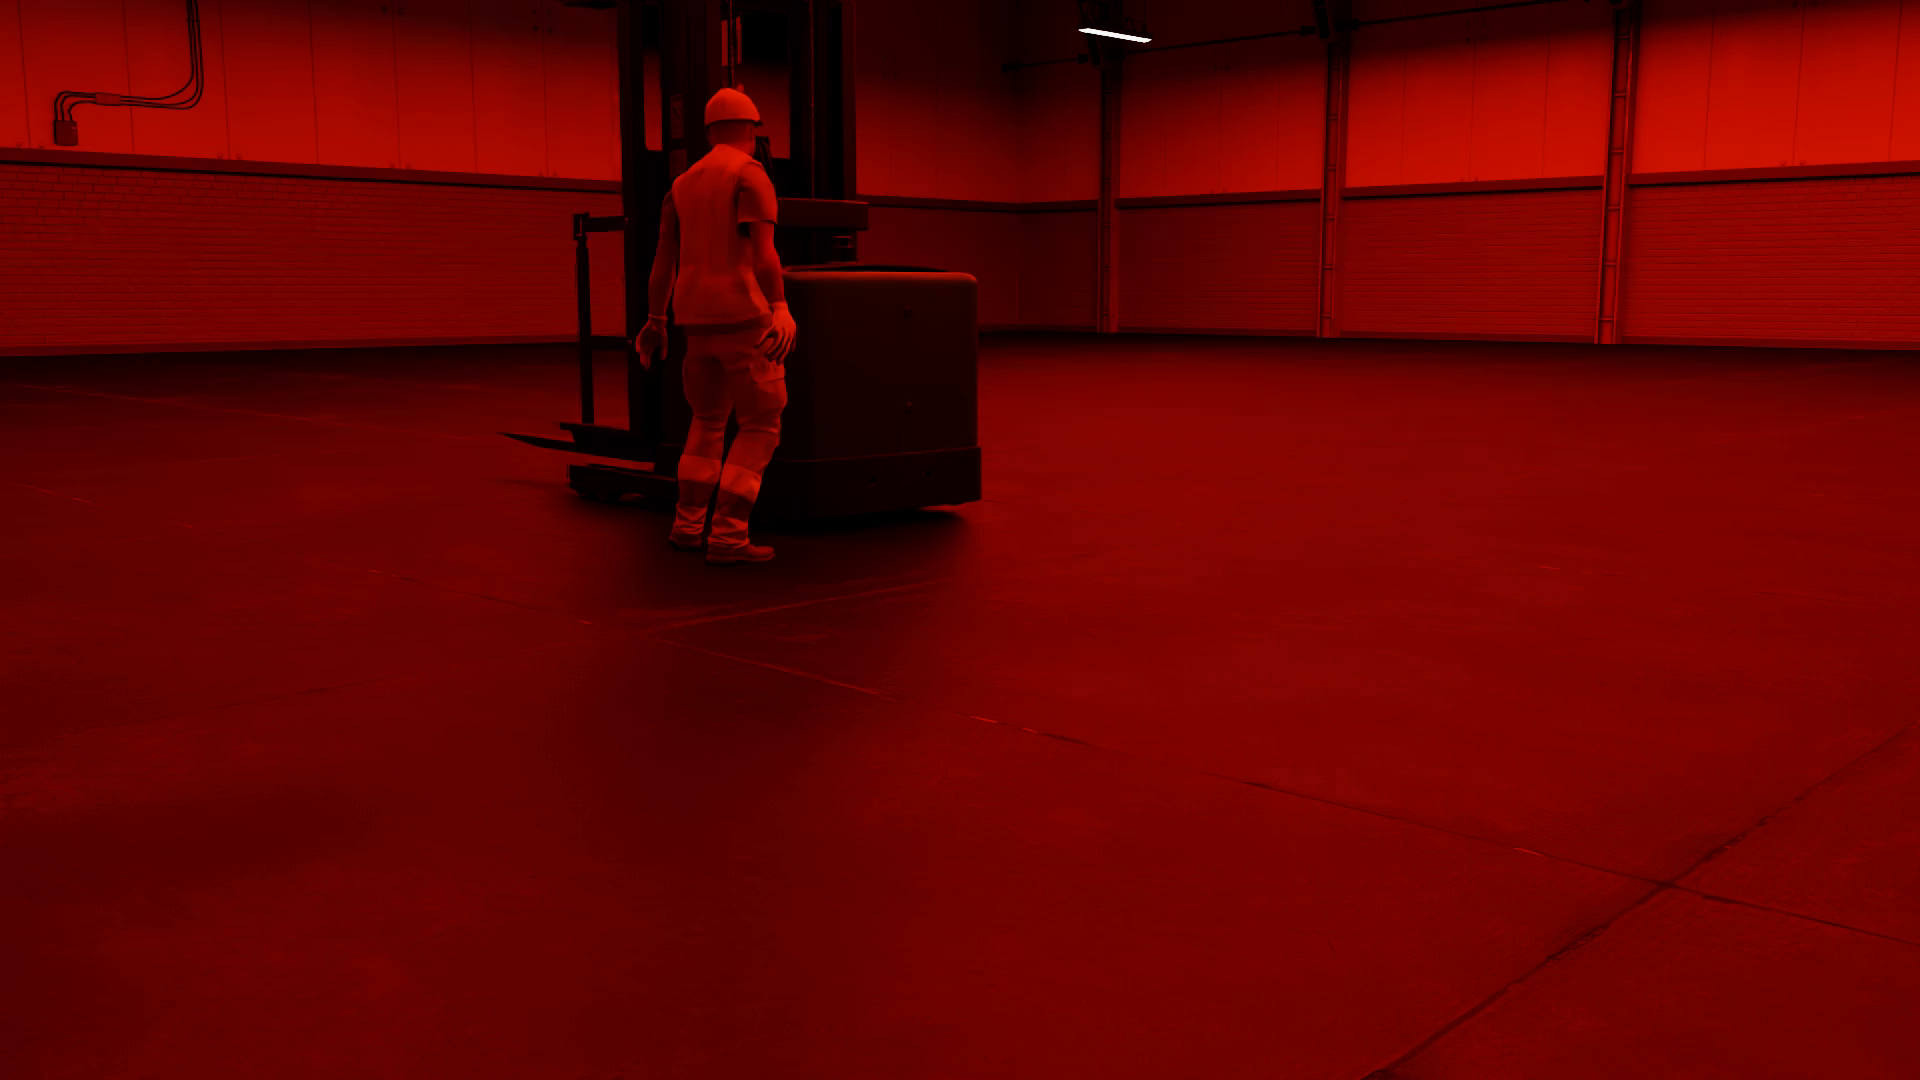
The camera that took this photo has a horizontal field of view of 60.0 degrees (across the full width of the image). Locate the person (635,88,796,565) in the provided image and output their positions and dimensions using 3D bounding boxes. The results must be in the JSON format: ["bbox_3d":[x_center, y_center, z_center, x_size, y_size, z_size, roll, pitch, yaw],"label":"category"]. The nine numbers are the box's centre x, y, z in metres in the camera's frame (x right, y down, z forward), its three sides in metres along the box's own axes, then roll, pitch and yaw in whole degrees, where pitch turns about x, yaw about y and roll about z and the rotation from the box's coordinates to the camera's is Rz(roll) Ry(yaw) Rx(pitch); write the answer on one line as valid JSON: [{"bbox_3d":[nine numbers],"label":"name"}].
[{"bbox_3d":[-0.861,-0.798,6.221,0.879,1.749,0.454,8,11,41],"label":"person"}]

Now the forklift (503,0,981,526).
[{"bbox_3d":[-1.254,-1.678,8.015,1.130,2.935,3.031,-7,11,-41],"label":"forklift"}]
